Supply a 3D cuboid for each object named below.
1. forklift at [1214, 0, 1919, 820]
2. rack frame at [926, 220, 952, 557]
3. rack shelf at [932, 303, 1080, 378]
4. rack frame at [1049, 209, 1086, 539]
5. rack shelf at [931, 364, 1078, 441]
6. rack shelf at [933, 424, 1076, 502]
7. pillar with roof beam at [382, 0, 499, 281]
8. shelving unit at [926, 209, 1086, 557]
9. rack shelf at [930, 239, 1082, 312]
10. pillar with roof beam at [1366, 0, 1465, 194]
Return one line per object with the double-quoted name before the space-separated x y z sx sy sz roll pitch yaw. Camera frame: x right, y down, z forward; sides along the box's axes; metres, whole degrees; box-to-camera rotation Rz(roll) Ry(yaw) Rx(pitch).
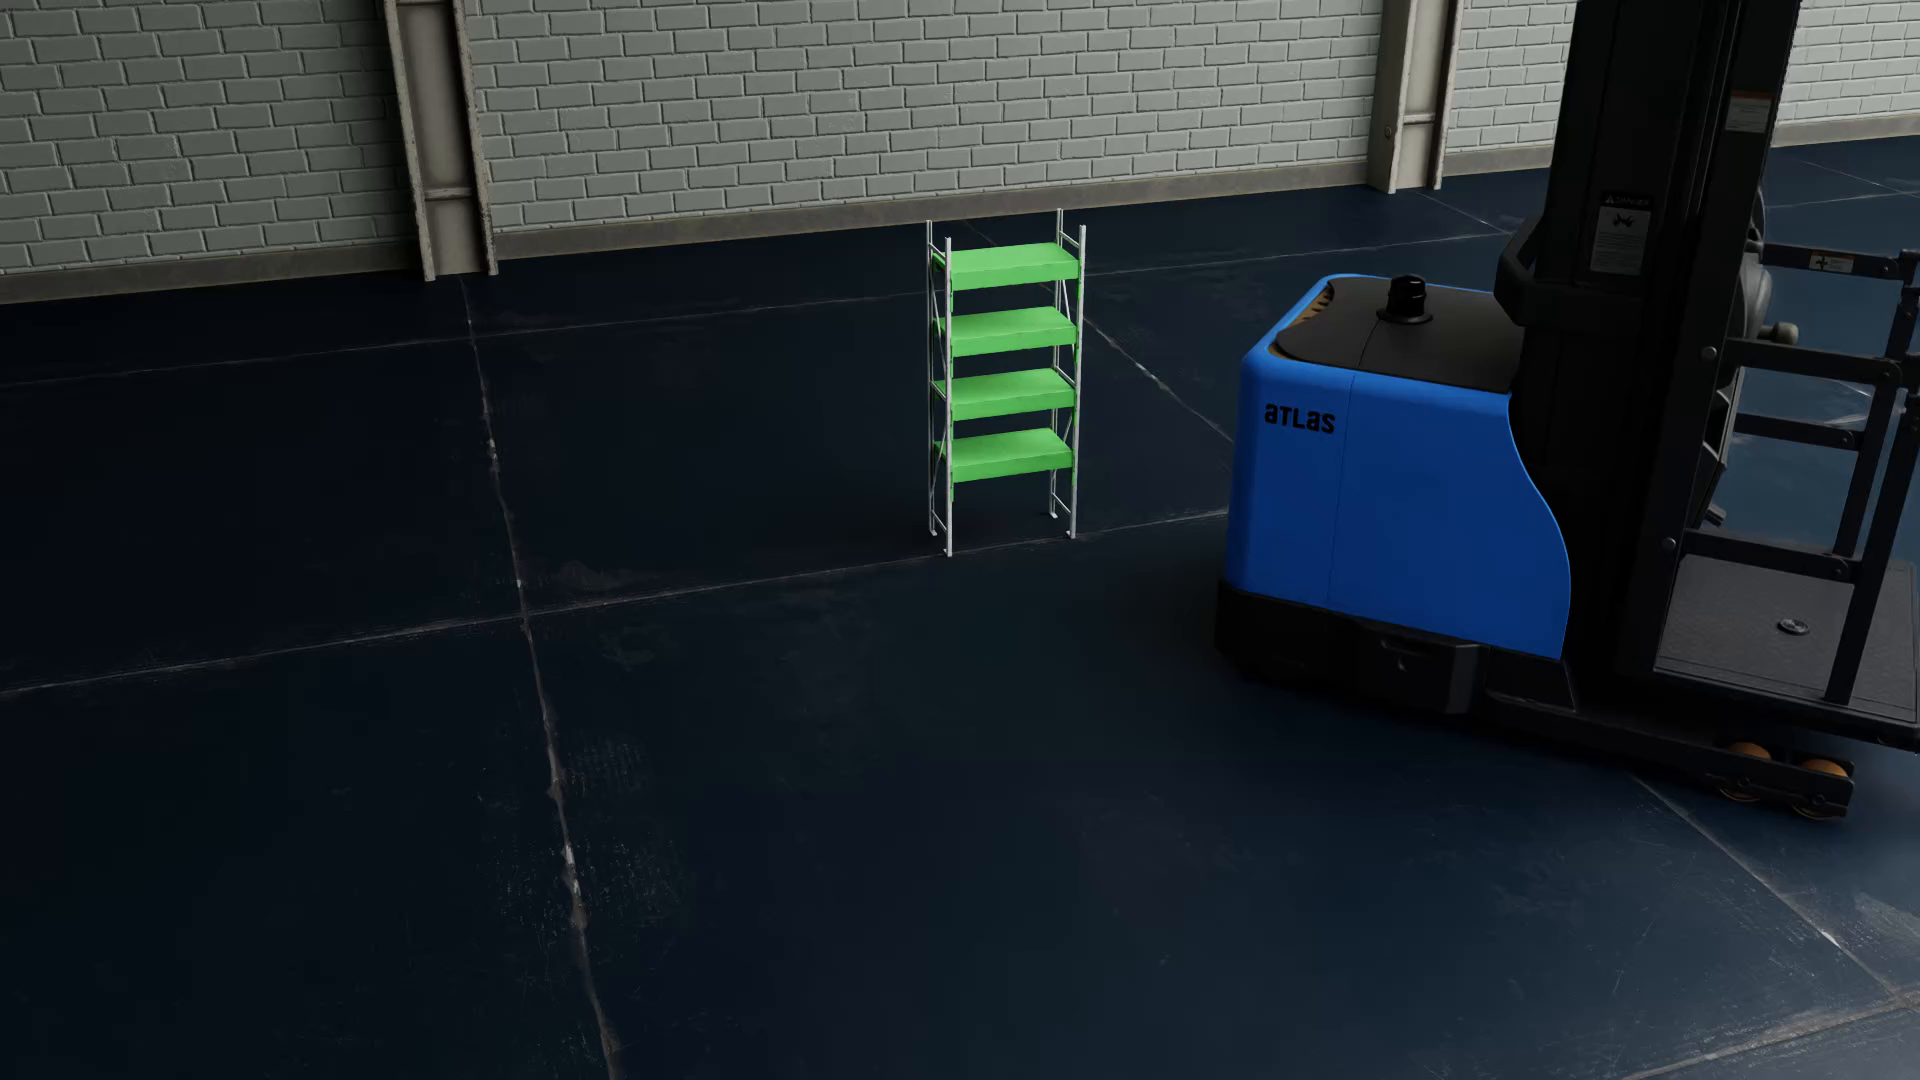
"forklift" 2.380 -0.798 4.560 3.031 2.935 1.130 12 29 23
"rack frame" -0.075 -0.527 5.961 0.015 1.200 0.240 -8 28 -16
"rack shelf" 0.157 -0.718 5.951 0.480 0.148 0.258 -8 28 -16
"rack frame" 0.389 -0.594 6.097 0.015 1.200 0.240 -8 28 -16
"rack shelf" 0.157 -0.503 6.058 0.480 0.148 0.258 -8 28 -16
"rack shelf" 0.157 -0.288 6.164 0.480 0.148 0.258 -8 28 -16
"pillar with roof beam" -1.459 -3.720 3.622 0.400 9.000 9.100 -8 28 -16
"shelving unit" 0.157 -0.560 6.029 0.503 1.200 0.258 -8 28 -16
"rack shelf" 0.157 -0.933 5.844 0.480 0.148 0.258 -8 28 -16
"pillar with roof beam" 4.246 -4.546 5.287 0.400 9.000 9.100 -8 28 -16
